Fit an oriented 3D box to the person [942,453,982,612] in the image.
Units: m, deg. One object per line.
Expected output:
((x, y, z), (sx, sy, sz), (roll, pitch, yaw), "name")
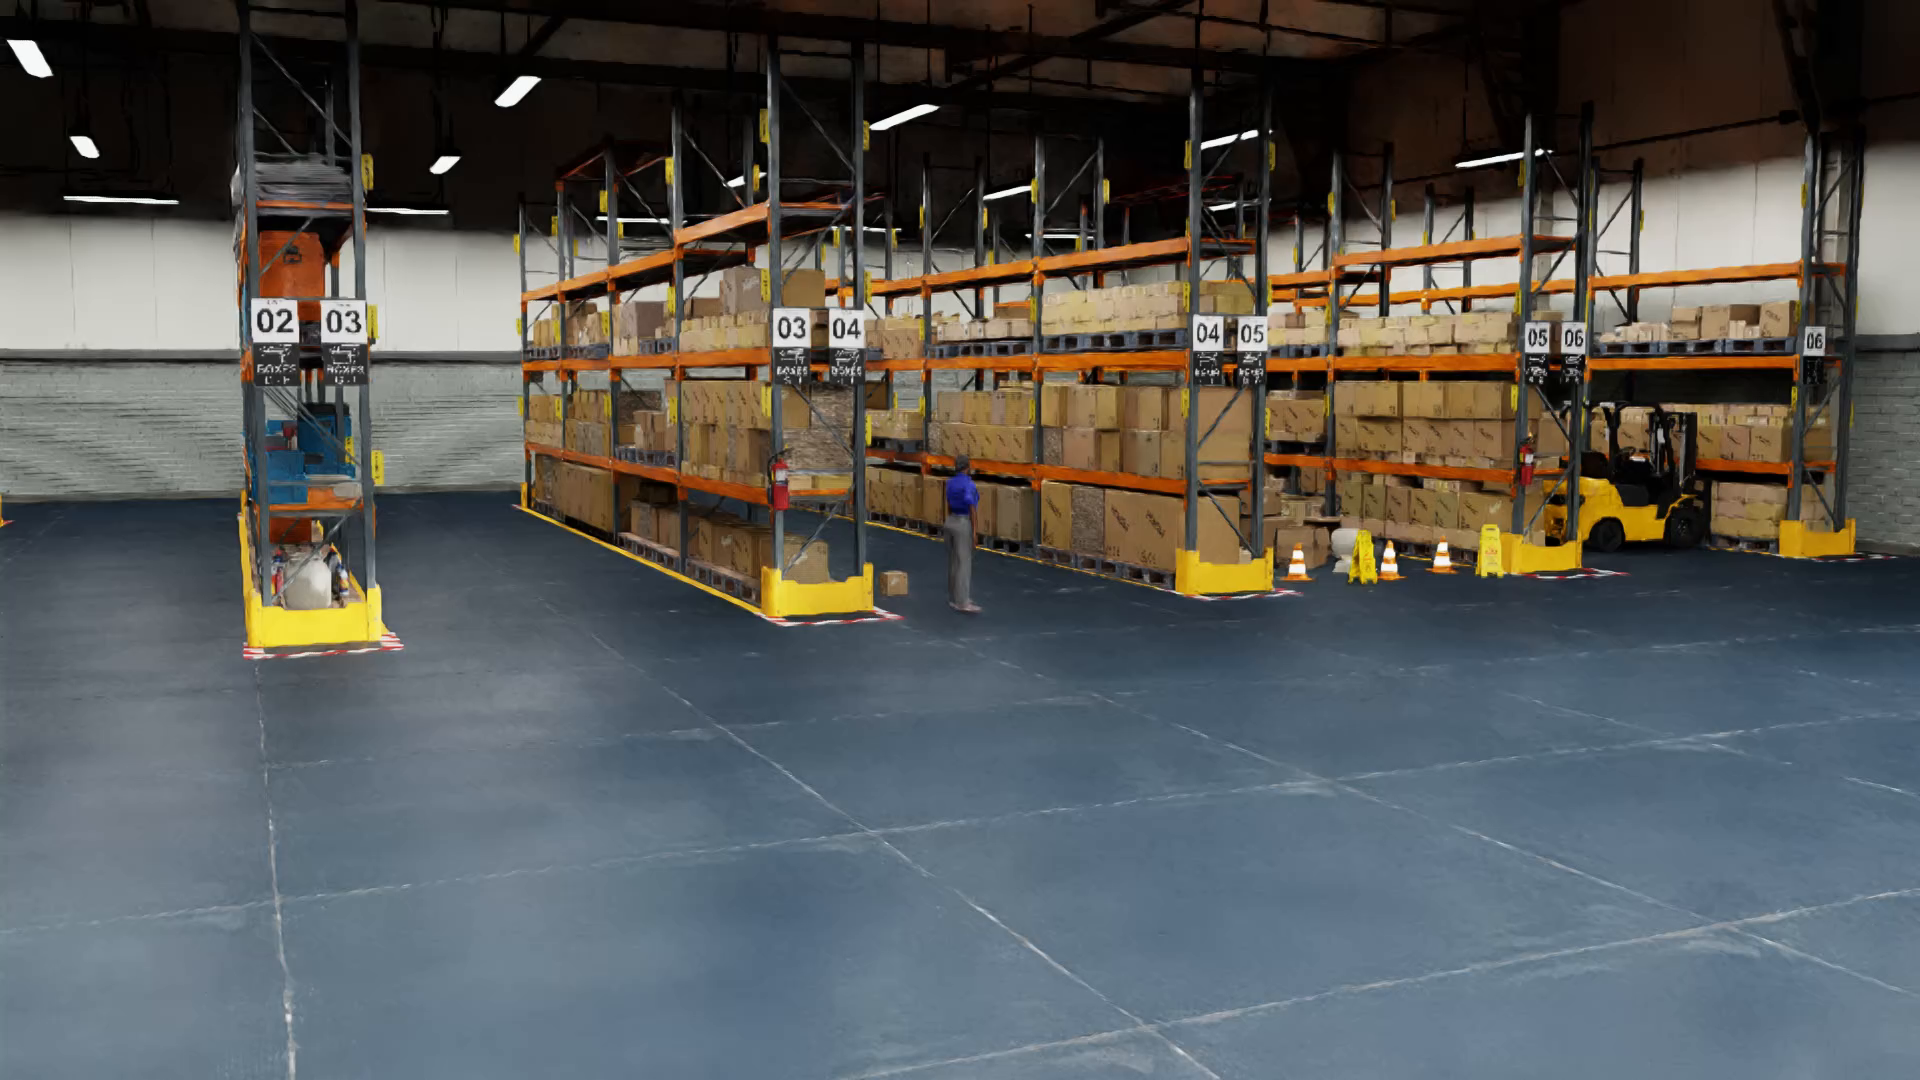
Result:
((0.056, -0.091, 17.716), (0.437, 1.666, 0.532), (-4, 7, -38), "person")
